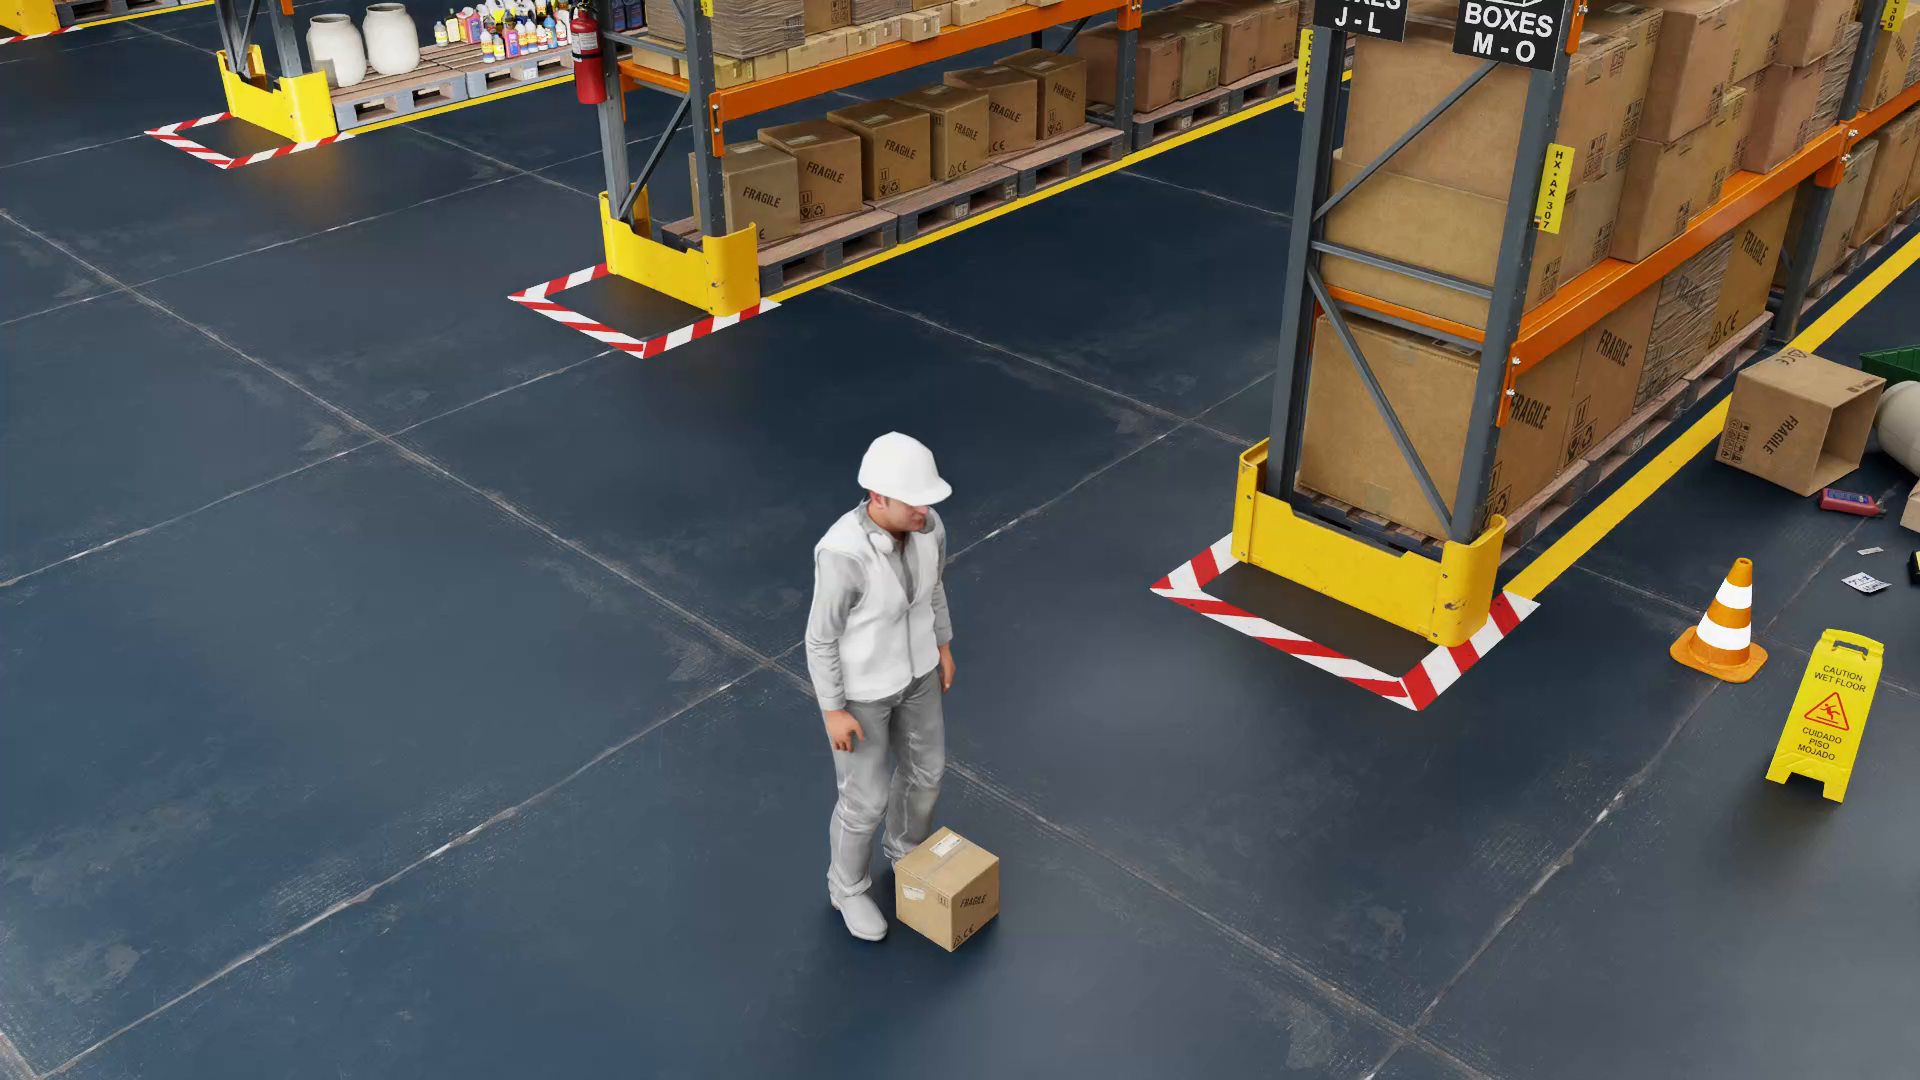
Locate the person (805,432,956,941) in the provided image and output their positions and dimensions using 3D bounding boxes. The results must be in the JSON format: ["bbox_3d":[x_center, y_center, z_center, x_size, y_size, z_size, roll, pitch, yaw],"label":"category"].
[{"bbox_3d":[-0.239,0.443,5.374,0.463,1.771,0.580,25,39,35],"label":"person"}]
